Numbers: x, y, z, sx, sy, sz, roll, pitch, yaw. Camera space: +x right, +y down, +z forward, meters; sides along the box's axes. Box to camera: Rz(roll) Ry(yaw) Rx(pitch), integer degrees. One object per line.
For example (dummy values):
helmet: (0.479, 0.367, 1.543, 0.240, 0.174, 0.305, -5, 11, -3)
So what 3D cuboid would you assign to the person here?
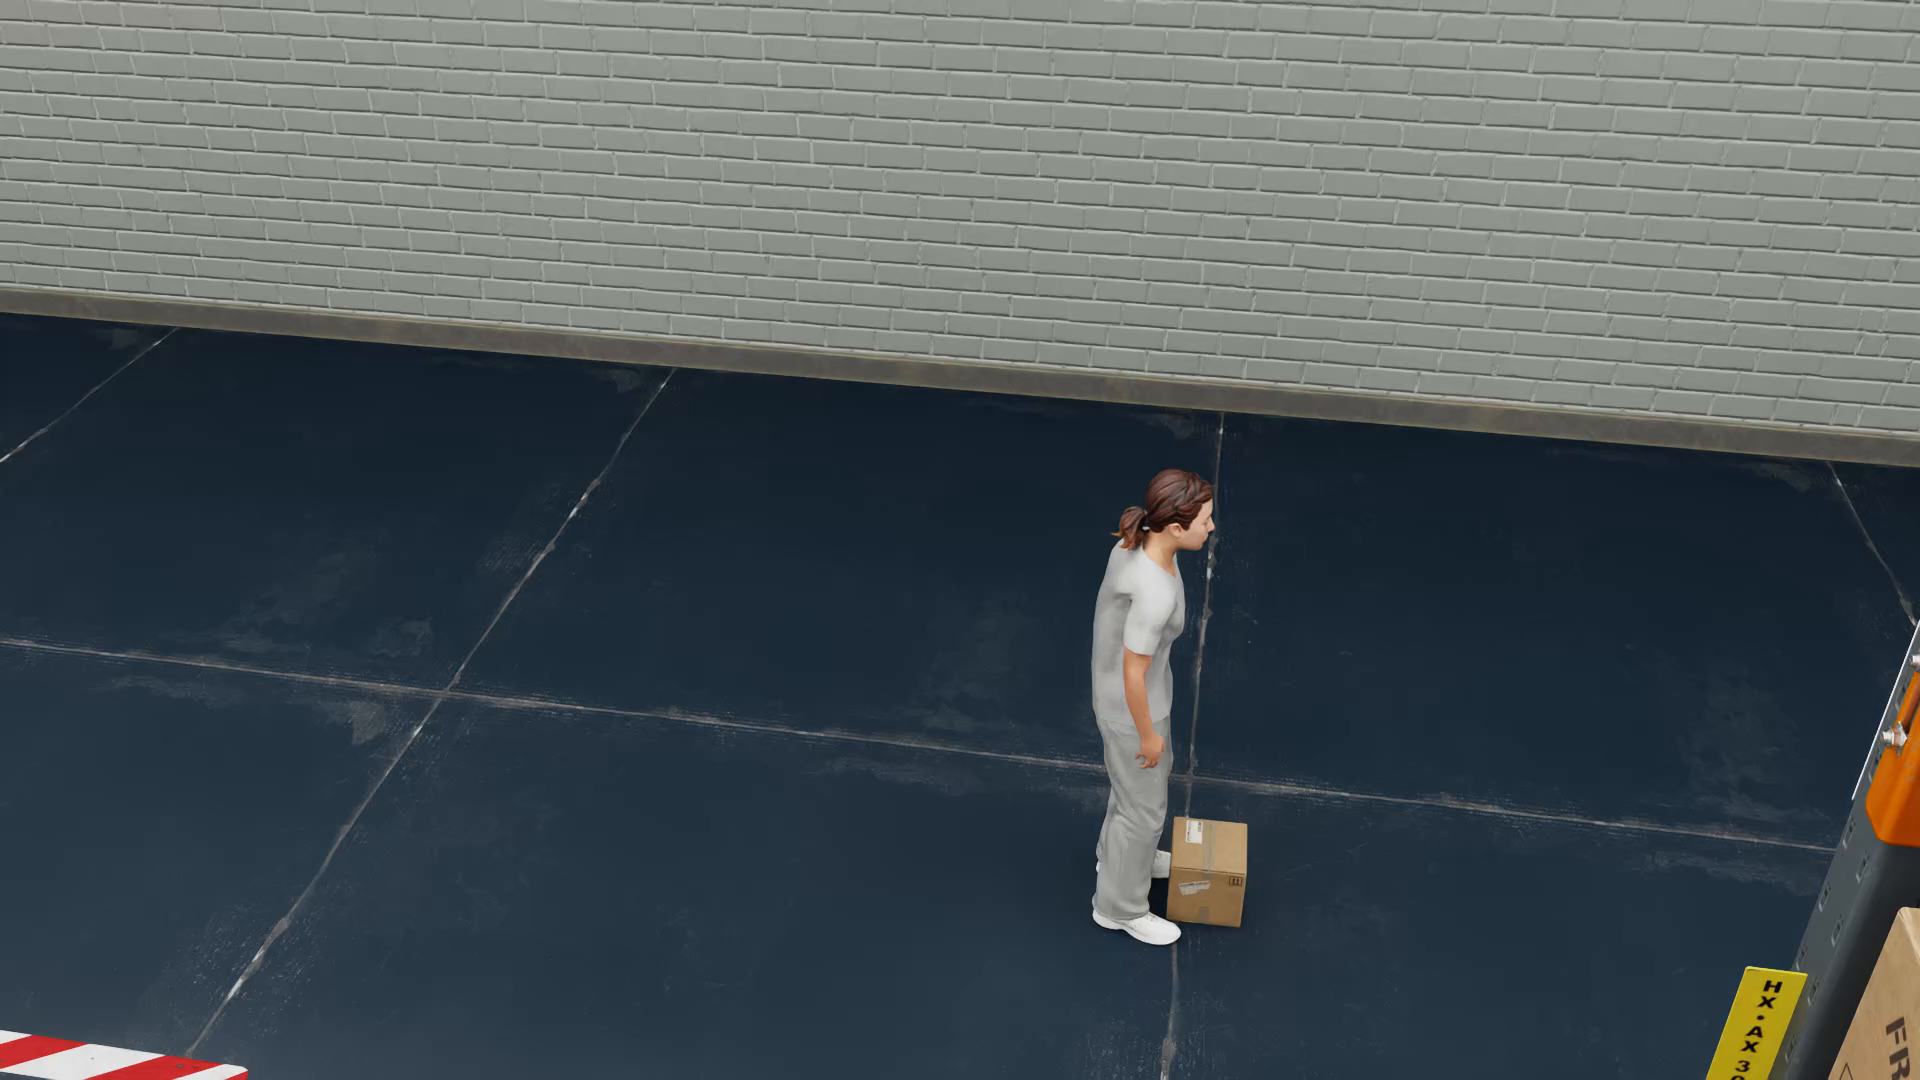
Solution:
person: (0.598, 0.516, 5.328, 0.352, 1.673, 0.494, 5, 33, 8)
